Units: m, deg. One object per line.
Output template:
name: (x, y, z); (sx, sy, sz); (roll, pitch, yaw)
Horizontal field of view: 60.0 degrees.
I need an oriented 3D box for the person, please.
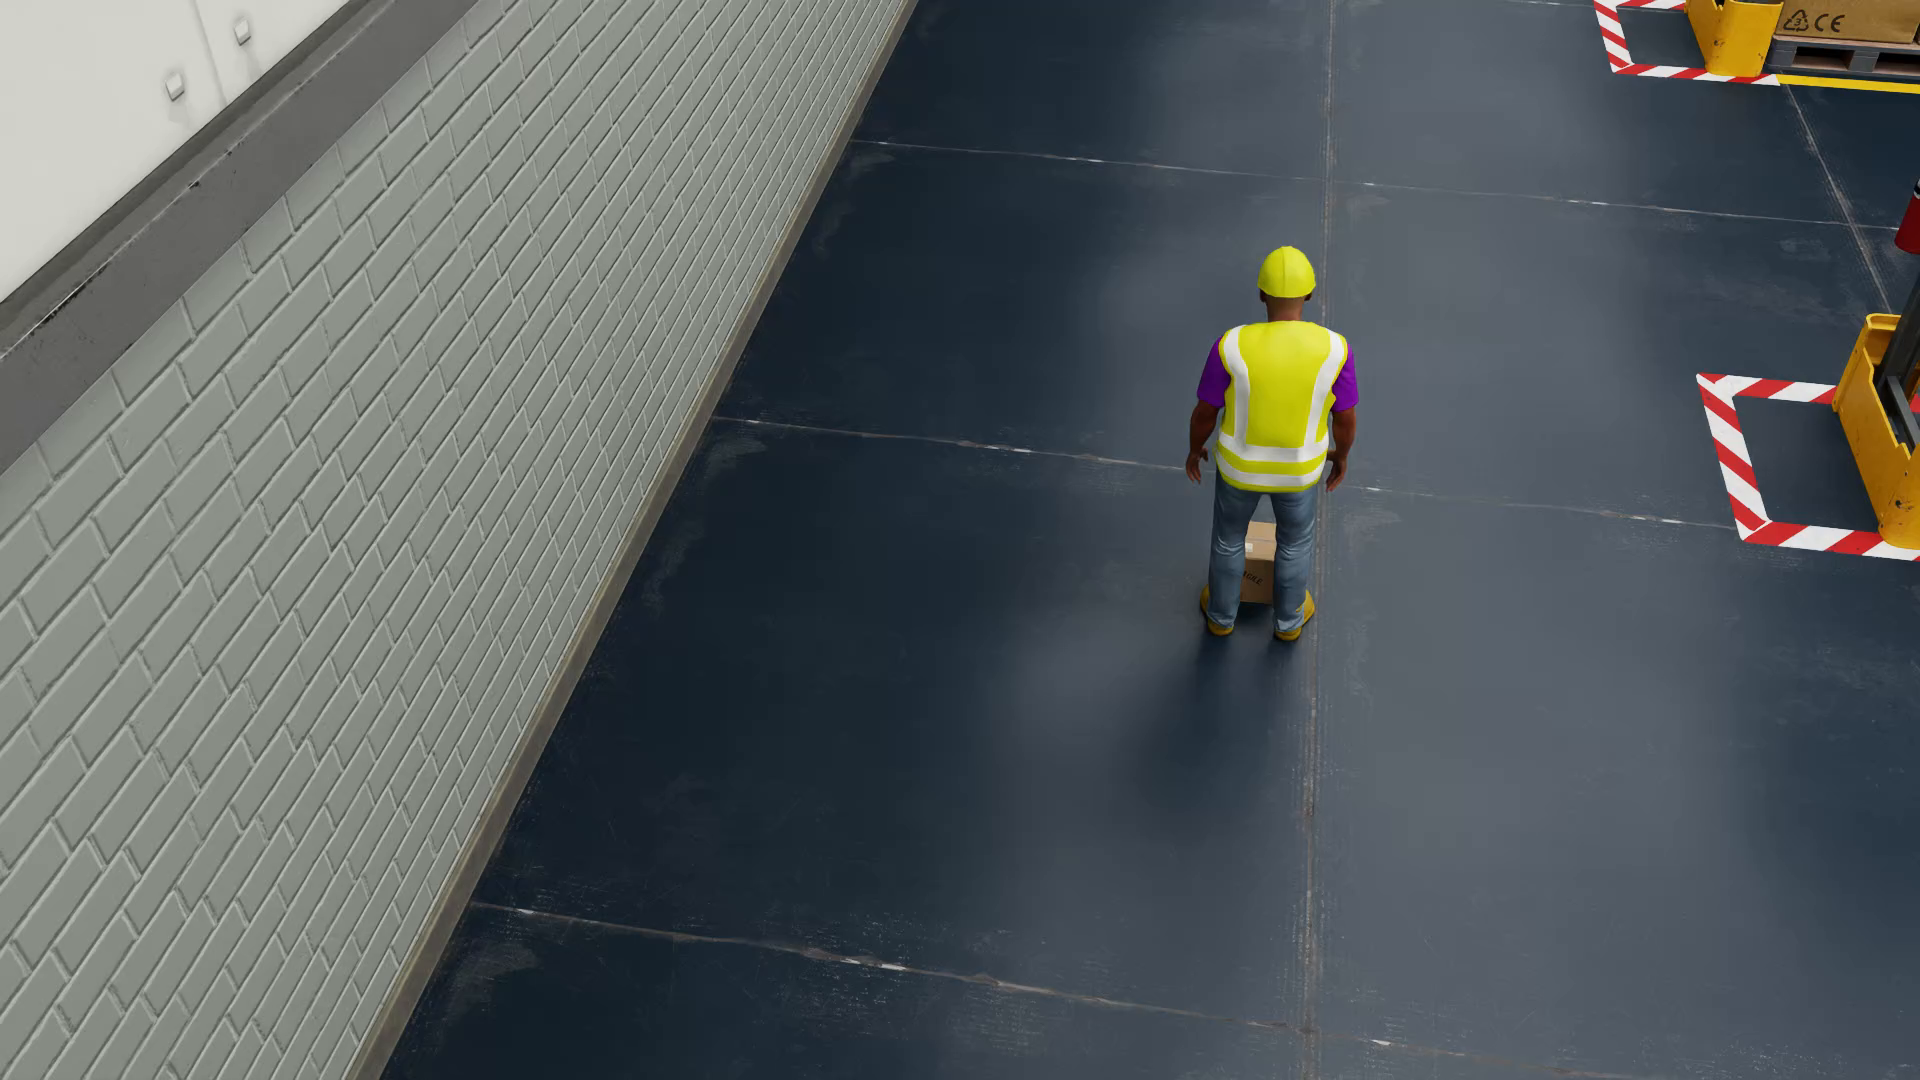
person: (1.212, -0.336, 6.539); (0.635, 1.761, 0.452); (4, 41, 5)
